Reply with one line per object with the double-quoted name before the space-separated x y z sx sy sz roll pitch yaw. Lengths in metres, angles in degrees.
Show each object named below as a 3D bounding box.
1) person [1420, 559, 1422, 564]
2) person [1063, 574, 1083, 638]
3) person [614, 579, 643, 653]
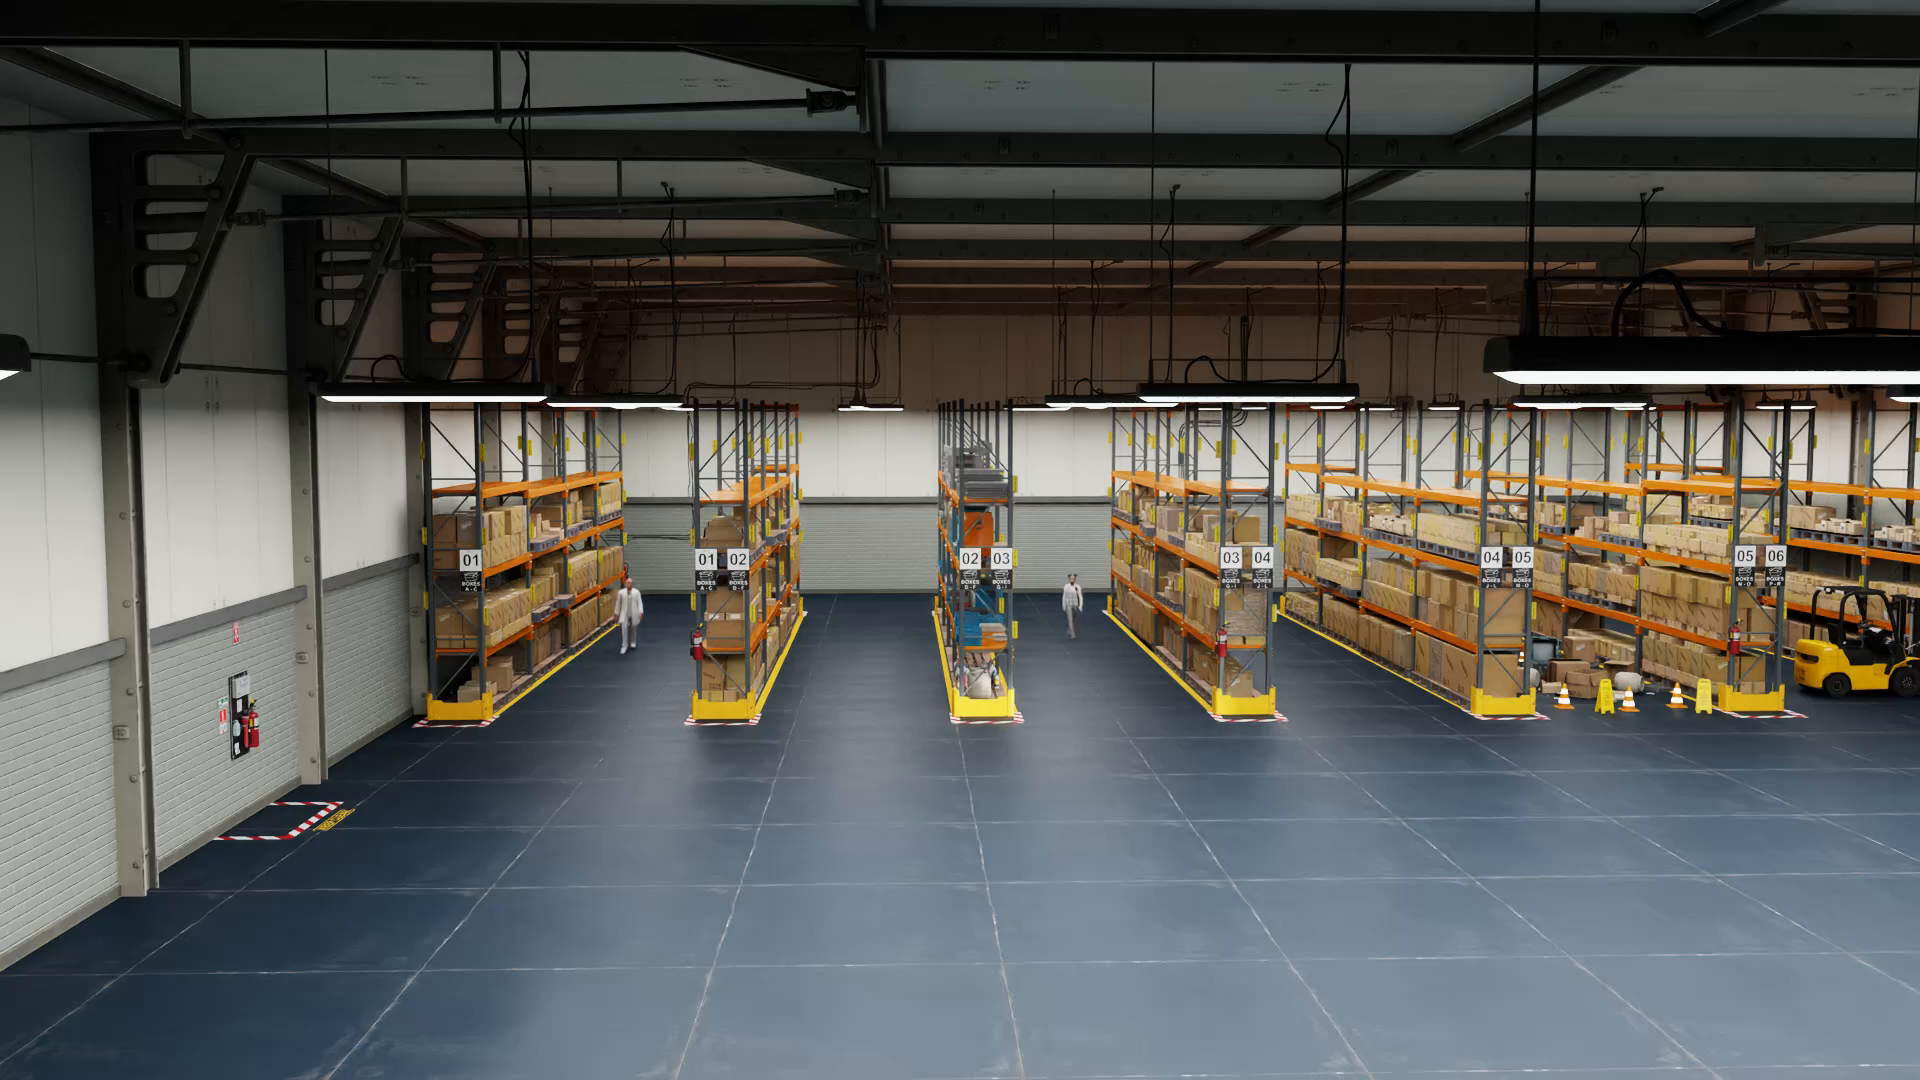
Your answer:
"person" 12.690 1.329 45.930 0.545 1.765 0.500 -4 6 -40
"person" 2.906 1.663 42.549 0.461 1.620 1.061 -1 4 -13
"person" -7.993 1.792 40.075 0.704 1.728 1.099 -1 4 -11
